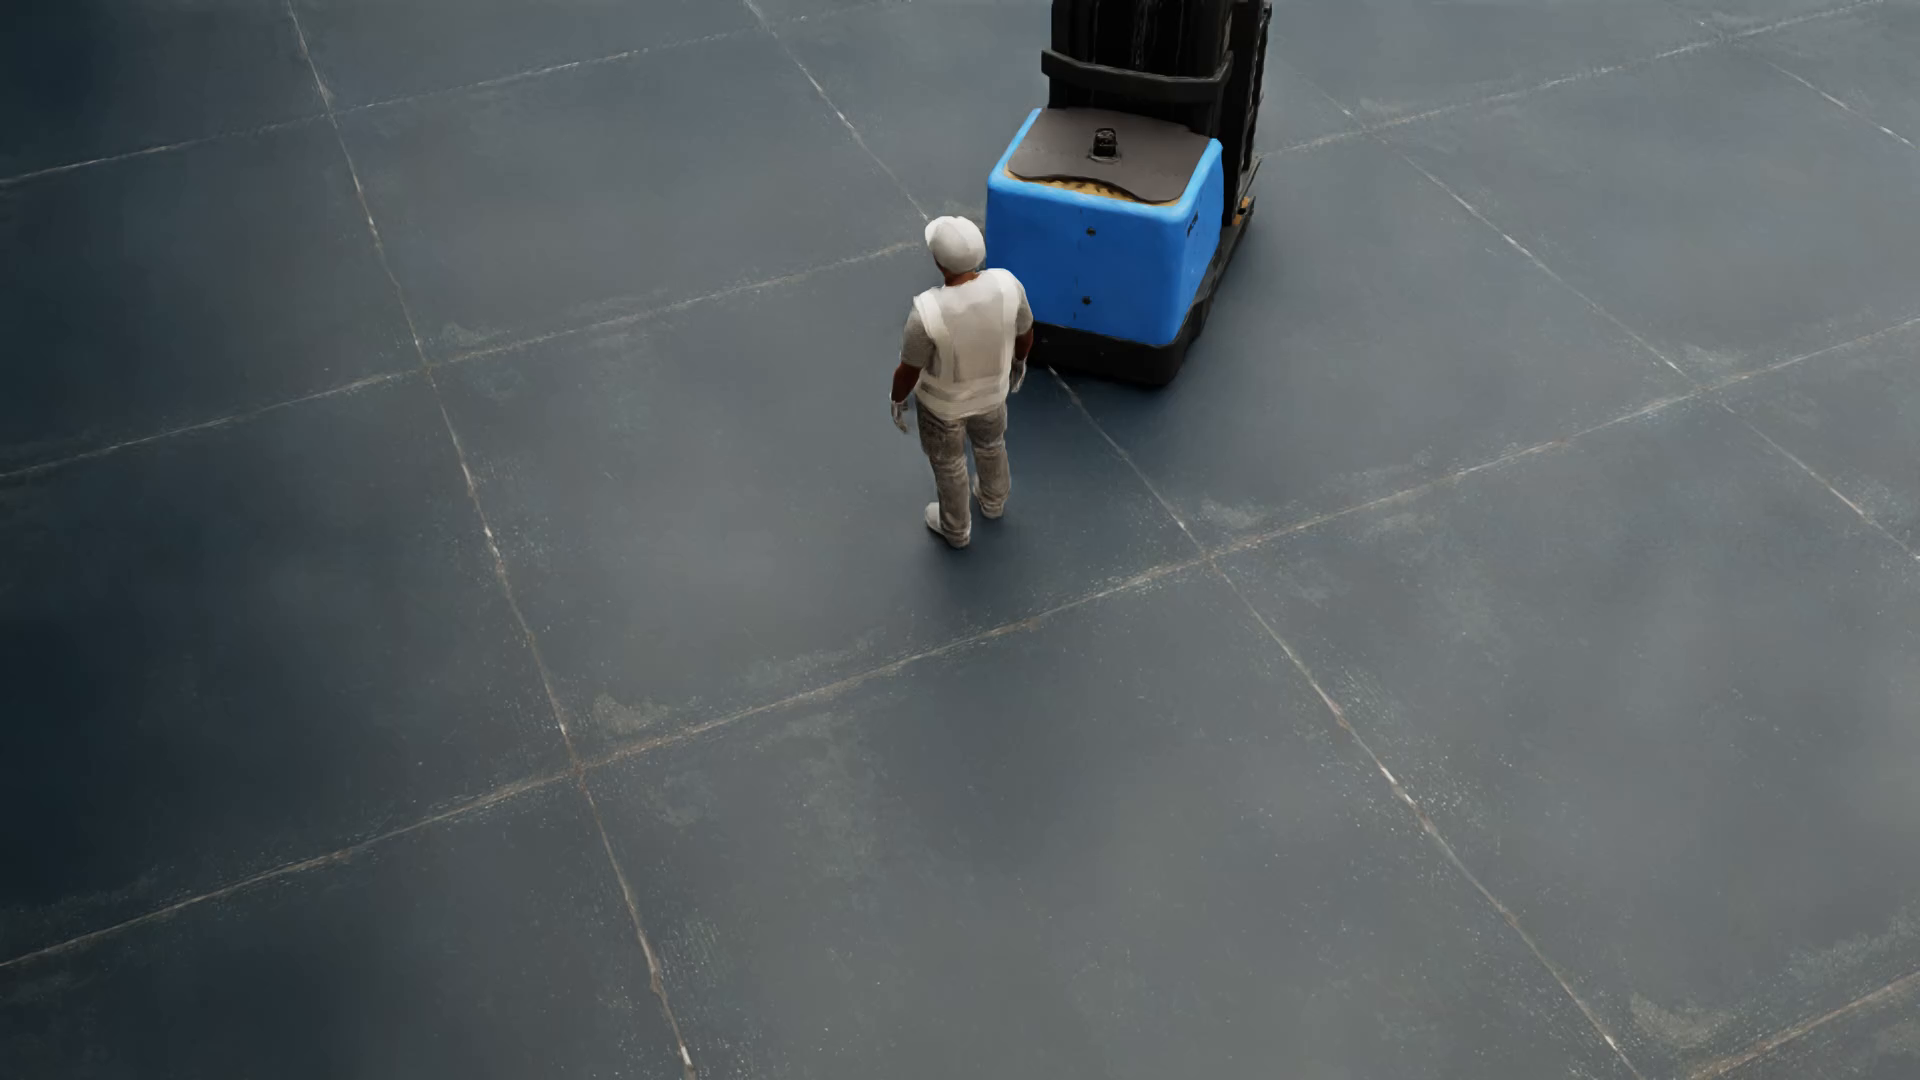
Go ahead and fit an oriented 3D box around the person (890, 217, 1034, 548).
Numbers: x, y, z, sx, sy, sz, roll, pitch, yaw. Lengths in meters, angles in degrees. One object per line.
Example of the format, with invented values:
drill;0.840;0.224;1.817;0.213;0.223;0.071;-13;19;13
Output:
person;-0.023;-0.704;7.265;0.655;1.782;0.576;-18;46;-18

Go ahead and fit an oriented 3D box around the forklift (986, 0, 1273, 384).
forklift;1.098;-2.895;8.782;1.130;2.935;3.031;14;45;14
